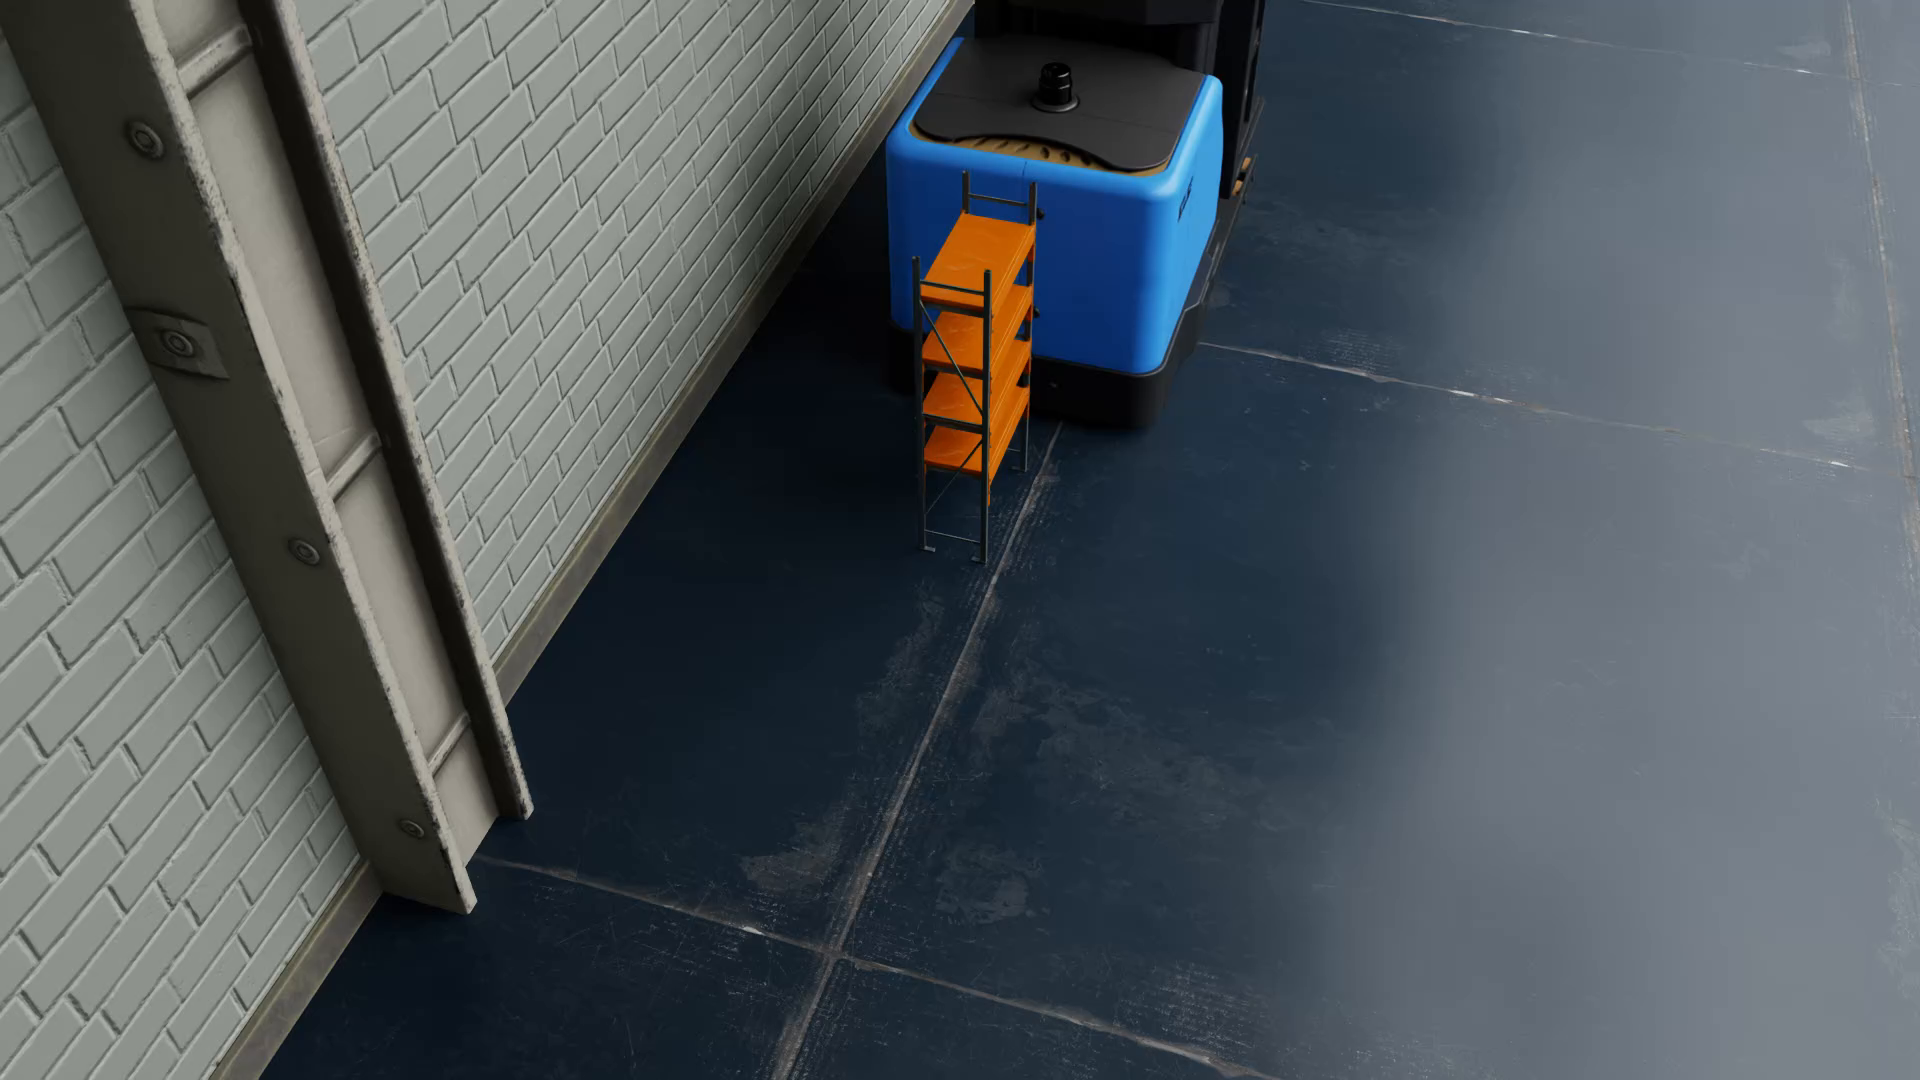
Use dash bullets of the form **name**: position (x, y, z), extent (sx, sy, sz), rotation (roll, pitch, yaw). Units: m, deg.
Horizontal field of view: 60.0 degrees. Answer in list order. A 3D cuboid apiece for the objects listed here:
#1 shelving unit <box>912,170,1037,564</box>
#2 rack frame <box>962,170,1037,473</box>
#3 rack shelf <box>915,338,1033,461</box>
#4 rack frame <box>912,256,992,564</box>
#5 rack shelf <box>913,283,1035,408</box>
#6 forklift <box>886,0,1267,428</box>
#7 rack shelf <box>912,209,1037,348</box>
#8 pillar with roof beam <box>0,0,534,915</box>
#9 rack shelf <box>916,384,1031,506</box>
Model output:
- **shelving unit**: position (0.050, -0.539, 5.443), extent (0.258, 1.200, 0.503), rotation (13, 46, 12)
- **rack frame**: position (0.124, -0.702, 5.609), extent (0.240, 1.200, 0.015), rotation (13, 46, 12)
- **rack shelf**: position (0.050, -0.491, 5.490), extent (0.258, 0.148, 0.480), rotation (13, 46, 12)
- **rack frame**: position (-0.024, -0.377, 5.277), extent (0.240, 1.200, 0.015), rotation (13, 46, 12)
- **rack shelf**: position (0.050, -0.651, 5.334), extent (0.258, 0.148, 0.480), rotation (13, 46, 12)
- **forklift**: position (0.664, -2.507, 6.216), extent (1.130, 2.935, 3.031), rotation (13, 46, 13)
- **rack shelf**: position (0.050, -0.820, 5.168), extent (0.258, 0.148, 0.480), rotation (13, 46, 12)
- **pillar with roof beam**: position (2.634, -1.414, 0.761), extent (9.100, 9.000, 0.400), rotation (13, 46, 13)
- **rack shelf**: position (0.050, -0.349, 5.629), extent (0.258, 0.148, 0.480), rotation (13, 46, 12)
